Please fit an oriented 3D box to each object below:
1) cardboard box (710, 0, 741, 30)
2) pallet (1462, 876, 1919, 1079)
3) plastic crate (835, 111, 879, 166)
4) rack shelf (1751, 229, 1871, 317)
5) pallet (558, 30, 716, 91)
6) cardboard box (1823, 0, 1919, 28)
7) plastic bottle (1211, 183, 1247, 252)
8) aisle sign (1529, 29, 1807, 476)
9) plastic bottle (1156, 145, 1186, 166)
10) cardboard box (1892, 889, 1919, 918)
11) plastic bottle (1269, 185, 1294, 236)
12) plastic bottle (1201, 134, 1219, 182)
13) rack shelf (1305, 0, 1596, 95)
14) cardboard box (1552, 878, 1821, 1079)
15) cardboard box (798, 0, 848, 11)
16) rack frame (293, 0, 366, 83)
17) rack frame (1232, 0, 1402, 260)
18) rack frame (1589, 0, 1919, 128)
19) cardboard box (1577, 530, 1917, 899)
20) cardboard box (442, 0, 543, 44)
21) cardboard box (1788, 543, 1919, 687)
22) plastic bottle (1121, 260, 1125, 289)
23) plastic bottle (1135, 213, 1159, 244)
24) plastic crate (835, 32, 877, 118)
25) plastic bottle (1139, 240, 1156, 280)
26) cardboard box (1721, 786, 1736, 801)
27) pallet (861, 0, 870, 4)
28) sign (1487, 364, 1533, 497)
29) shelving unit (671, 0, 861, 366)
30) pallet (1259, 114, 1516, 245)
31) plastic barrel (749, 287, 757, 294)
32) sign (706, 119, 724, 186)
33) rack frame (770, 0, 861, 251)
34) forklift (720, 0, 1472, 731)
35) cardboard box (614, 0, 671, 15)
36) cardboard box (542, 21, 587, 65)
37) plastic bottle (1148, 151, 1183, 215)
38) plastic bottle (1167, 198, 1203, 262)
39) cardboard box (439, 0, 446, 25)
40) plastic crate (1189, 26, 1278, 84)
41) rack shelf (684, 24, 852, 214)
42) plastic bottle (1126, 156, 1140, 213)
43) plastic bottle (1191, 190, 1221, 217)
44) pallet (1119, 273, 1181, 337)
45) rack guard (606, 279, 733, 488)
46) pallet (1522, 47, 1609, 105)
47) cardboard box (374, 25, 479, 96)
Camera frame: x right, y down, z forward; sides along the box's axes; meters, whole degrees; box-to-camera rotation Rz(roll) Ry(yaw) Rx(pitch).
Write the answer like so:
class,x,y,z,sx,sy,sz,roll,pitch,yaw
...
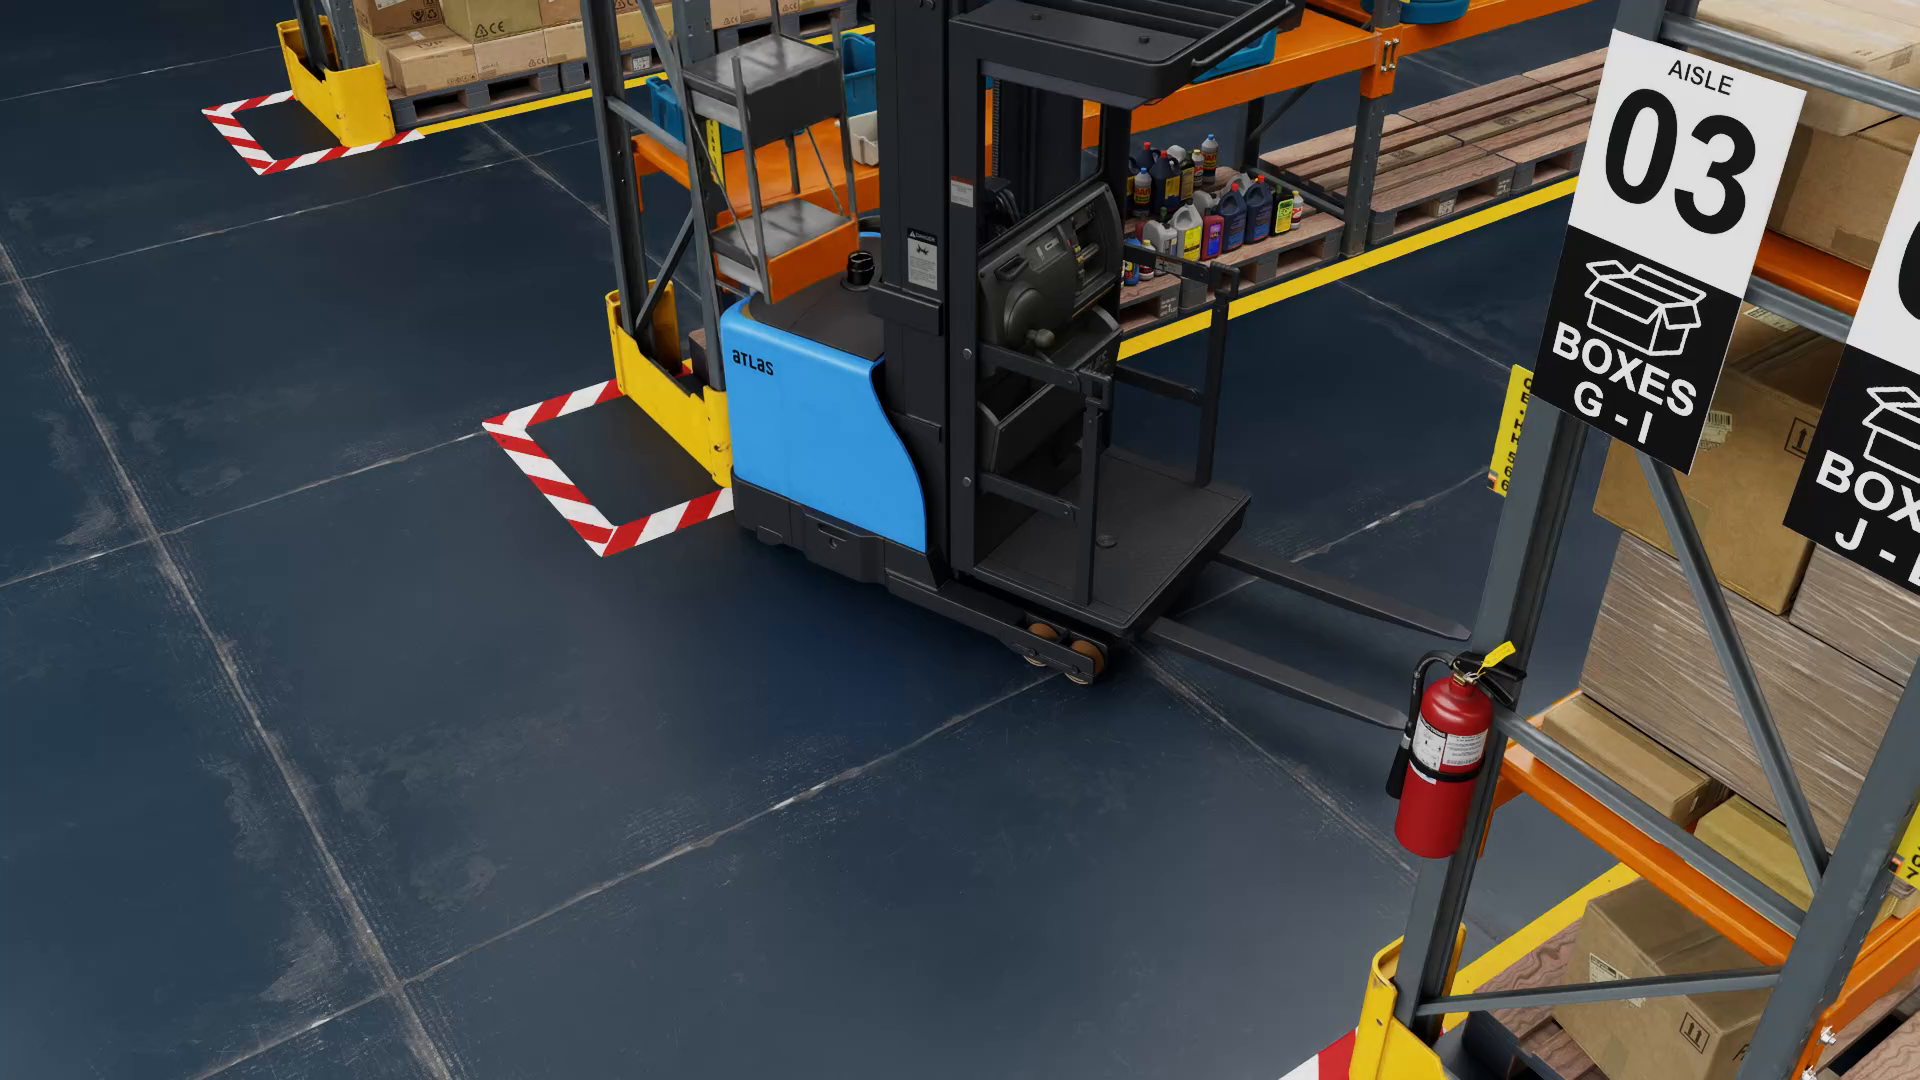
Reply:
class,x,y,z,sx,sy,sz,roll,pitch,yaw
cardboard box,-1.943,-3.894,12.090,0.500,0.250,0.500,-22,41,-28
pallet,2.305,1.486,5.003,1.213,0.211,1.003,-22,41,-28
plastic crate,-0.377,-1.768,7.365,0.250,0.136,0.298,-22,41,-28
rack shelf,3.194,-0.962,4.066,4.000,0.370,1.077,-22,41,-28
pallet,-2.547,-3.646,12.139,1.213,0.211,1.003,-22,41,-28
cardboard box,1.887,-0.957,3.229,0.250,0.149,0.380,-24,42,-29
plastic bottle,1.458,-1.758,9.017,0.185,0.351,0.144,-25,42,-30
aisle sign,1.335,-0.542,3.208,0.004,0.787,0.394,-22,41,-28
plastic bottle,1.214,-2.126,9.593,0.135,0.276,0.152,-21,41,-26
cardboard box,2.145,0.681,3.949,0.250,0.149,0.380,-22,41,-28
plastic bottle,1.772,-1.830,9.175,0.133,0.283,0.061,-20,40,-26
plastic bottle,1.462,-2.246,9.764,0.097,0.271,0.097,0,36,0
rack shelf,3.610,-3.454,10.100,4.000,0.370,1.077,-22,41,-28
cardboard box,2.079,1.278,4.685,0.500,0.500,0.500,-15,38,-20
cardboard box,-1.128,-4.233,12.561,0.500,0.250,0.500,-22,41,-28
rack frame,-4.145,-4.093,10.372,0.127,3.000,1.000,-22,41,-28
rack frame,1.975,-3.073,8.954,0.127,3.000,1.000,-22,41,-28
rack frame,1.559,-1.800,2.045,0.127,3.000,1.000,-22,41,-28
cardboard box,2.024,0.303,3.920,0.500,0.500,0.875,-22,41,-28
cardboard box,-3.171,-3.695,11.172,0.500,0.500,0.500,-22,41,-28
cardboard box,2.166,0.014,3.465,0.500,0.500,0.500,-22,41,-28
plastic bottle,0.810,-1.414,8.667,0.097,0.201,0.097,0,36,0
plastic bottle,0.997,-1.620,8.883,0.133,0.283,0.061,-22,41,-28
plastic crate,-0.523,-2.194,7.859,0.408,0.251,0.499,-22,41,-28
plastic bottle,0.978,-1.483,8.763,0.097,0.201,0.097,0,36,0
cardboard box,1.878,0.460,4.257,0.250,0.149,0.380,-22,41,-28
pallet,-0.295,-4.573,13.428,1.213,0.211,1.003,-22,41,-28
sign,1.256,-0.234,3.744,0.005,0.325,0.100,-22,41,-28
shelving unit,-0.726,-1.119,6.964,0.503,2.100,0.431,-33,46,-33
pallet,2.595,-2.224,10.161,1.213,0.211,1.003,-22,41,-28
plastic barrel,-0.800,-1.146,8.046,0.421,0.512,0.421,0,36,0
sign,-0.981,-1.576,6.636,0.005,0.325,0.100,-22,41,-28
rack frame,-0.554,-1.231,7.096,0.015,2.100,0.400,-33,46,-33
forklift,0.521,-0.985,6.110,3.031,2.935,1.130,21,41,27
cardboard box,-2.351,-4.029,11.636,0.500,0.500,0.500,-22,41,-28
cardboard box,-2.763,-3.560,11.625,0.500,0.250,0.500,-22,41,-28
plastic bottle,1.159,-2.034,9.401,0.185,0.351,0.144,-22,41,-28
plastic bottle,1.194,-1.649,8.866,0.185,0.351,0.144,-23,41,-28
cardboard box,-3.475,-3.643,11.741,0.500,0.250,0.500,-22,41,-28
plastic crate,1.227,-2.511,8.300,0.616,0.251,0.499,-22,41,-28
rack shelf,-0.761,-1.664,6.548,0.480,0.518,0.431,-33,46,-33
plastic bottle,0.922,-2.040,9.409,0.185,0.351,0.144,-24,42,-30
plastic bottle,1.352,-1.790,9.125,0.135,0.276,0.152,-22,41,-28
pallet,0.404,-1.322,8.908,1.213,0.211,1.003,-22,41,-28
rack guard,-1.259,-0.761,7.880,0.348,0.500,1.175,-22,41,-28
pallet,4.589,-3.045,11.303,1.213,0.211,1.003,-22,41,-28
cardboard box,-3.578,-3.222,11.156,0.500,0.250,0.500,-22,41,-28
